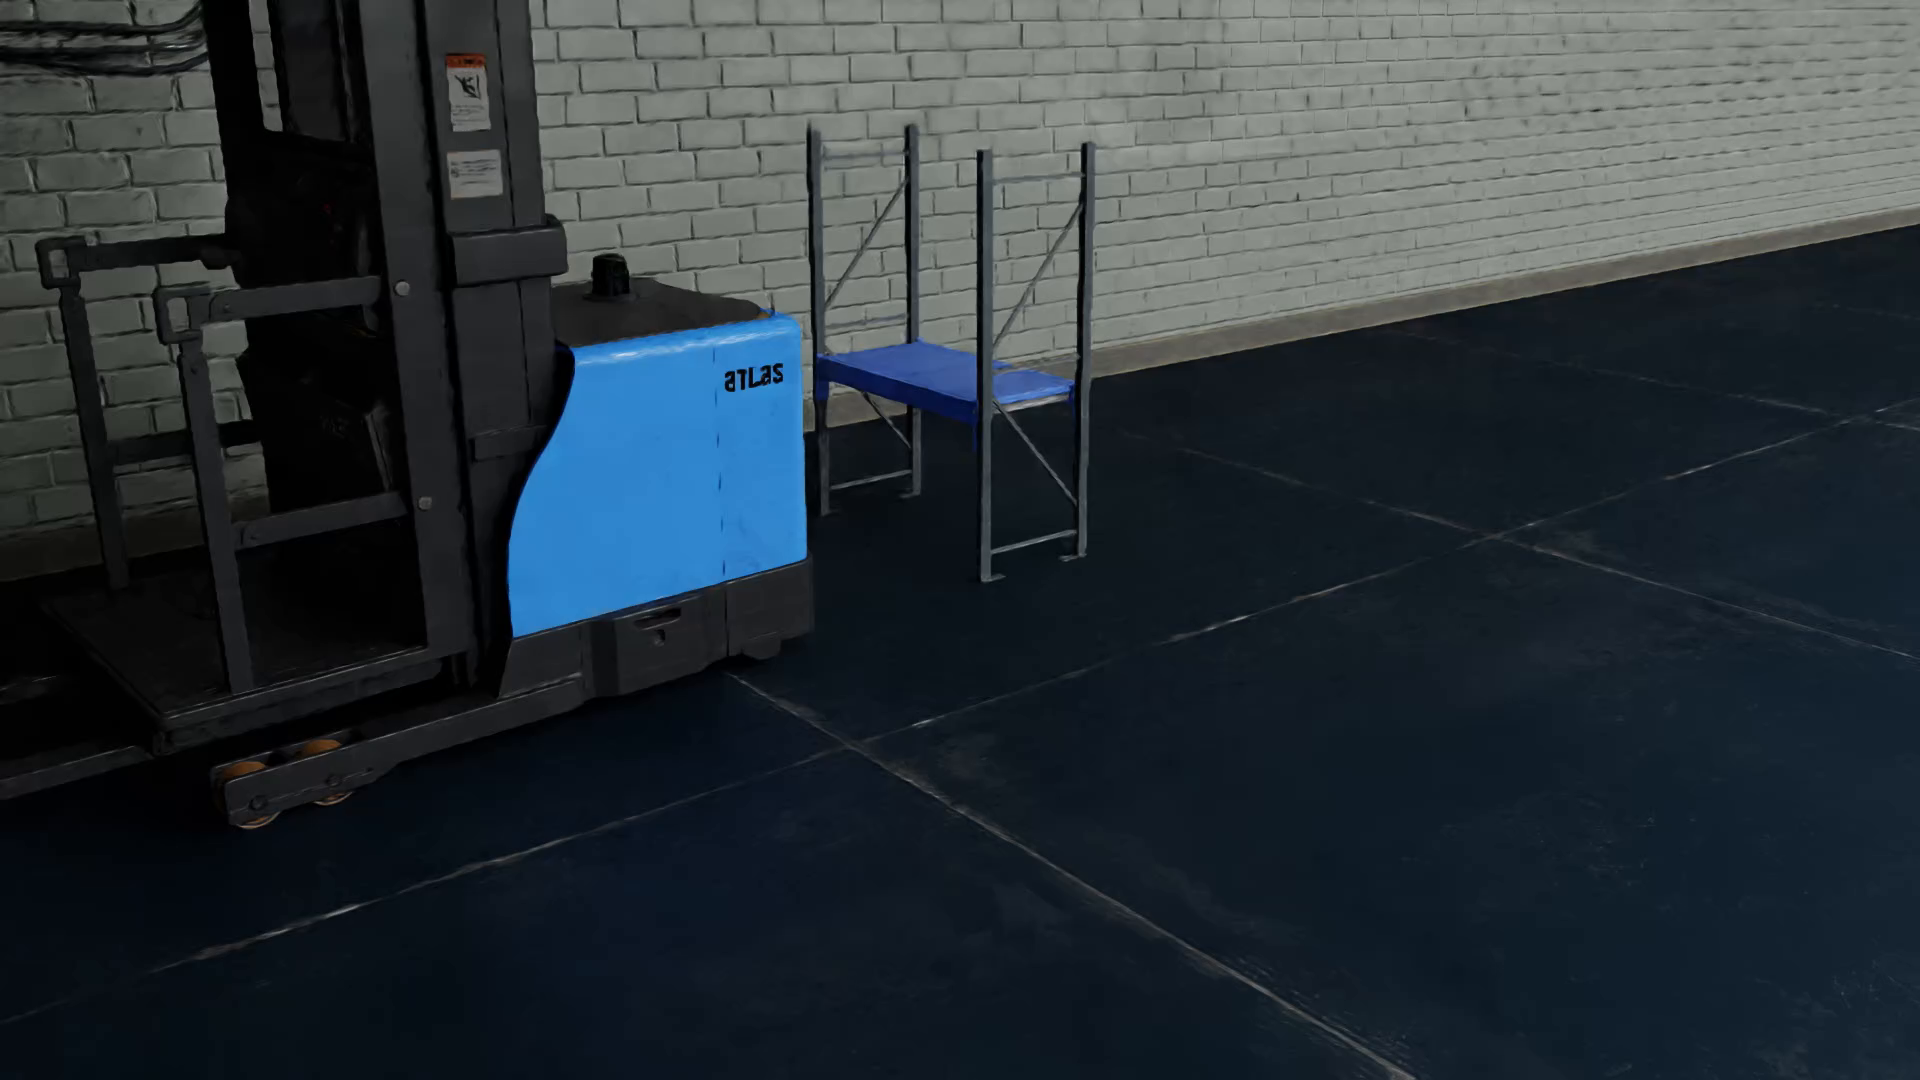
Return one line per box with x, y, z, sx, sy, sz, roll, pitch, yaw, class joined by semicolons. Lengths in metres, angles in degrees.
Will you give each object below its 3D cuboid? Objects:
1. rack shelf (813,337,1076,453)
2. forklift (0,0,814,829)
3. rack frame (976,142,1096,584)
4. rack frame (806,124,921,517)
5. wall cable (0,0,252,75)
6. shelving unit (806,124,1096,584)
-0.053;-0.562;6.247;0.538;0.185;1.000;-14;23;-36;rack shelf
-1.903;-0.852;4.272;3.031;2.935;1.130;-15;24;-39;forklift
0.263;-0.608;5.812;0.500;1.500;0.032;-14;23;-36;rack frame
-0.369;-0.858;6.569;0.500;1.500;0.032;-14;23;-36;rack frame
-3.695;-2.561;4.721;3.097;2.526;0.112;-14;23;-36;wall cable
-0.053;-0.733;6.190;0.538;1.500;1.048;-14;23;-36;shelving unit
